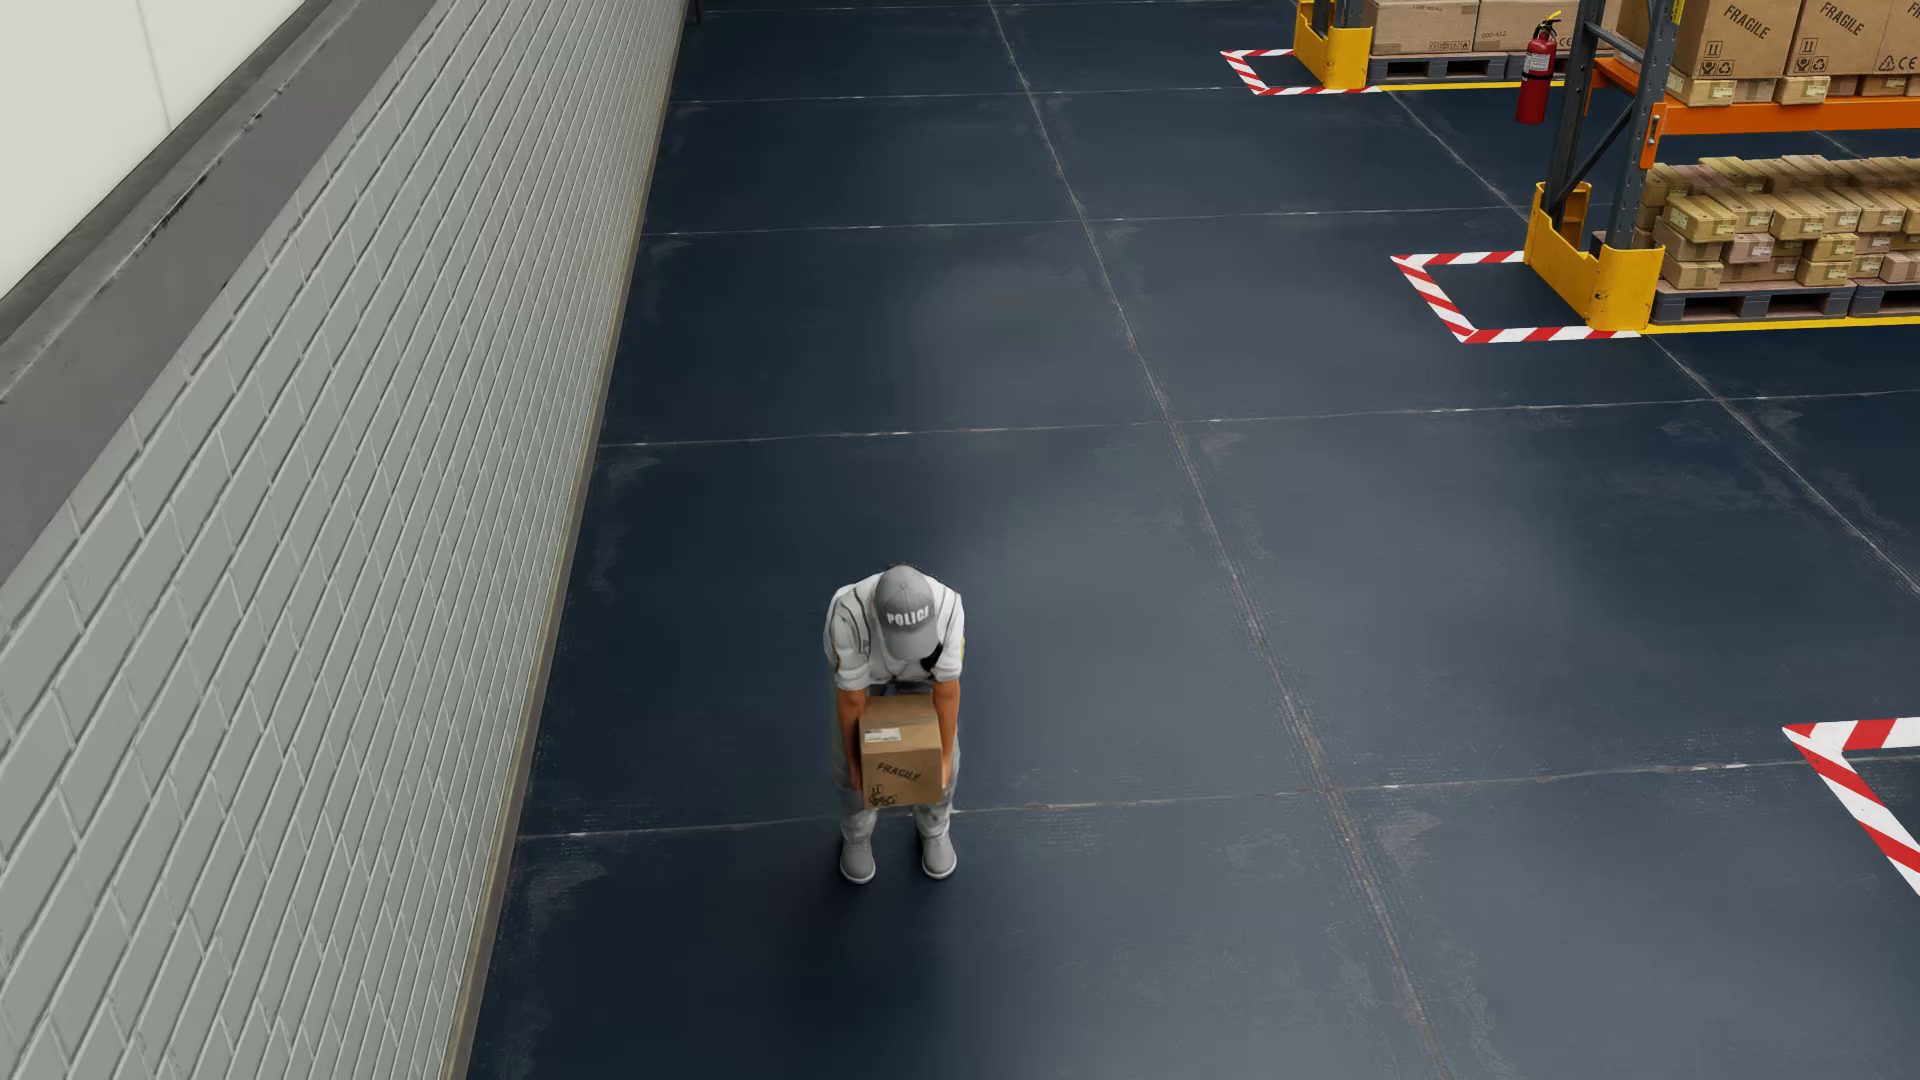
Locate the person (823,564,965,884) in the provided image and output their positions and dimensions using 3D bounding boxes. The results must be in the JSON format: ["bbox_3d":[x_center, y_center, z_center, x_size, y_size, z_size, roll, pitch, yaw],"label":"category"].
[{"bbox_3d":[-0.201,0.582,5.386,0.456,1.453,0.789,-3,31,-6],"label":"person"}]
